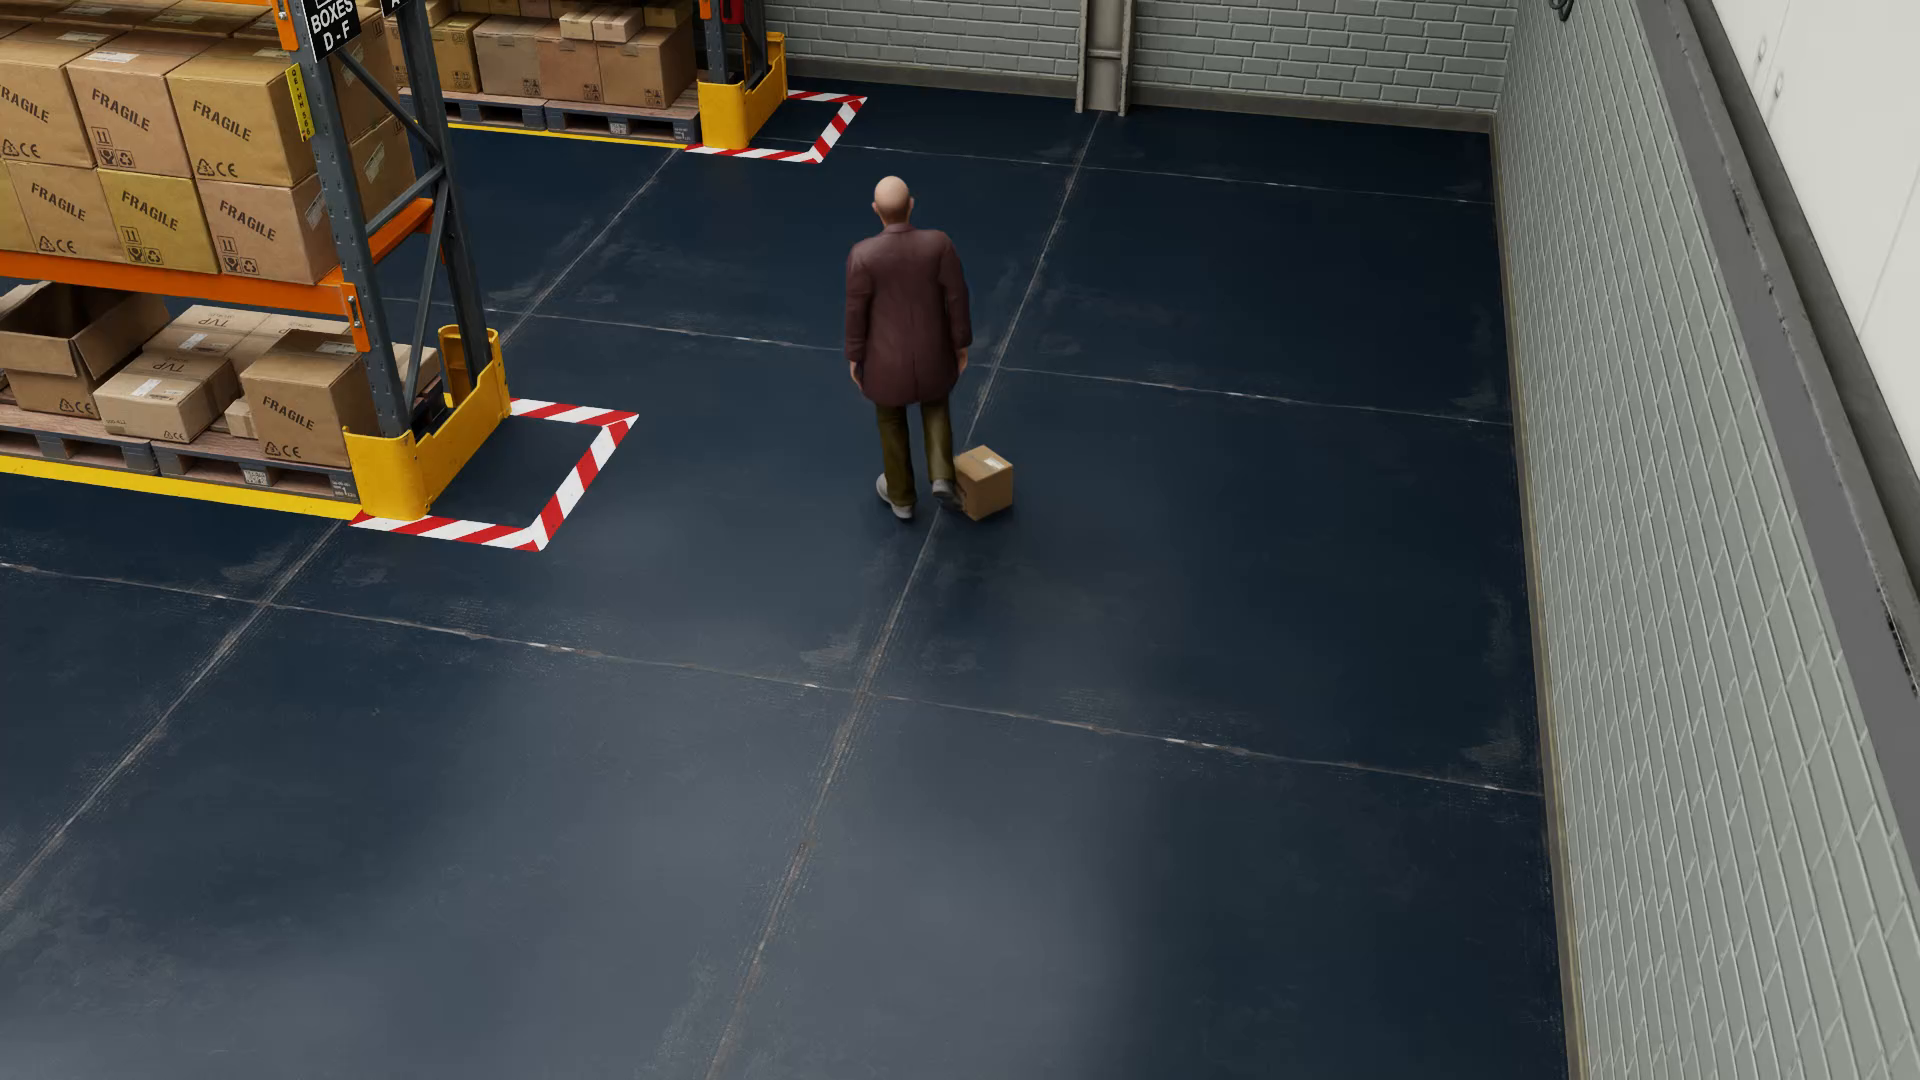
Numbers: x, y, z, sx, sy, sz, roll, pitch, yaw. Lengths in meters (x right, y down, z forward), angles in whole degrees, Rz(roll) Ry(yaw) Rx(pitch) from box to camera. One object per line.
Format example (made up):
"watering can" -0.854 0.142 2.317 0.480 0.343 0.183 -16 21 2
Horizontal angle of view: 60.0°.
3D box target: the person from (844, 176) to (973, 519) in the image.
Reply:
"person" -0.232 -0.881 8.146 0.633 1.762 0.609 -8 37 -11
